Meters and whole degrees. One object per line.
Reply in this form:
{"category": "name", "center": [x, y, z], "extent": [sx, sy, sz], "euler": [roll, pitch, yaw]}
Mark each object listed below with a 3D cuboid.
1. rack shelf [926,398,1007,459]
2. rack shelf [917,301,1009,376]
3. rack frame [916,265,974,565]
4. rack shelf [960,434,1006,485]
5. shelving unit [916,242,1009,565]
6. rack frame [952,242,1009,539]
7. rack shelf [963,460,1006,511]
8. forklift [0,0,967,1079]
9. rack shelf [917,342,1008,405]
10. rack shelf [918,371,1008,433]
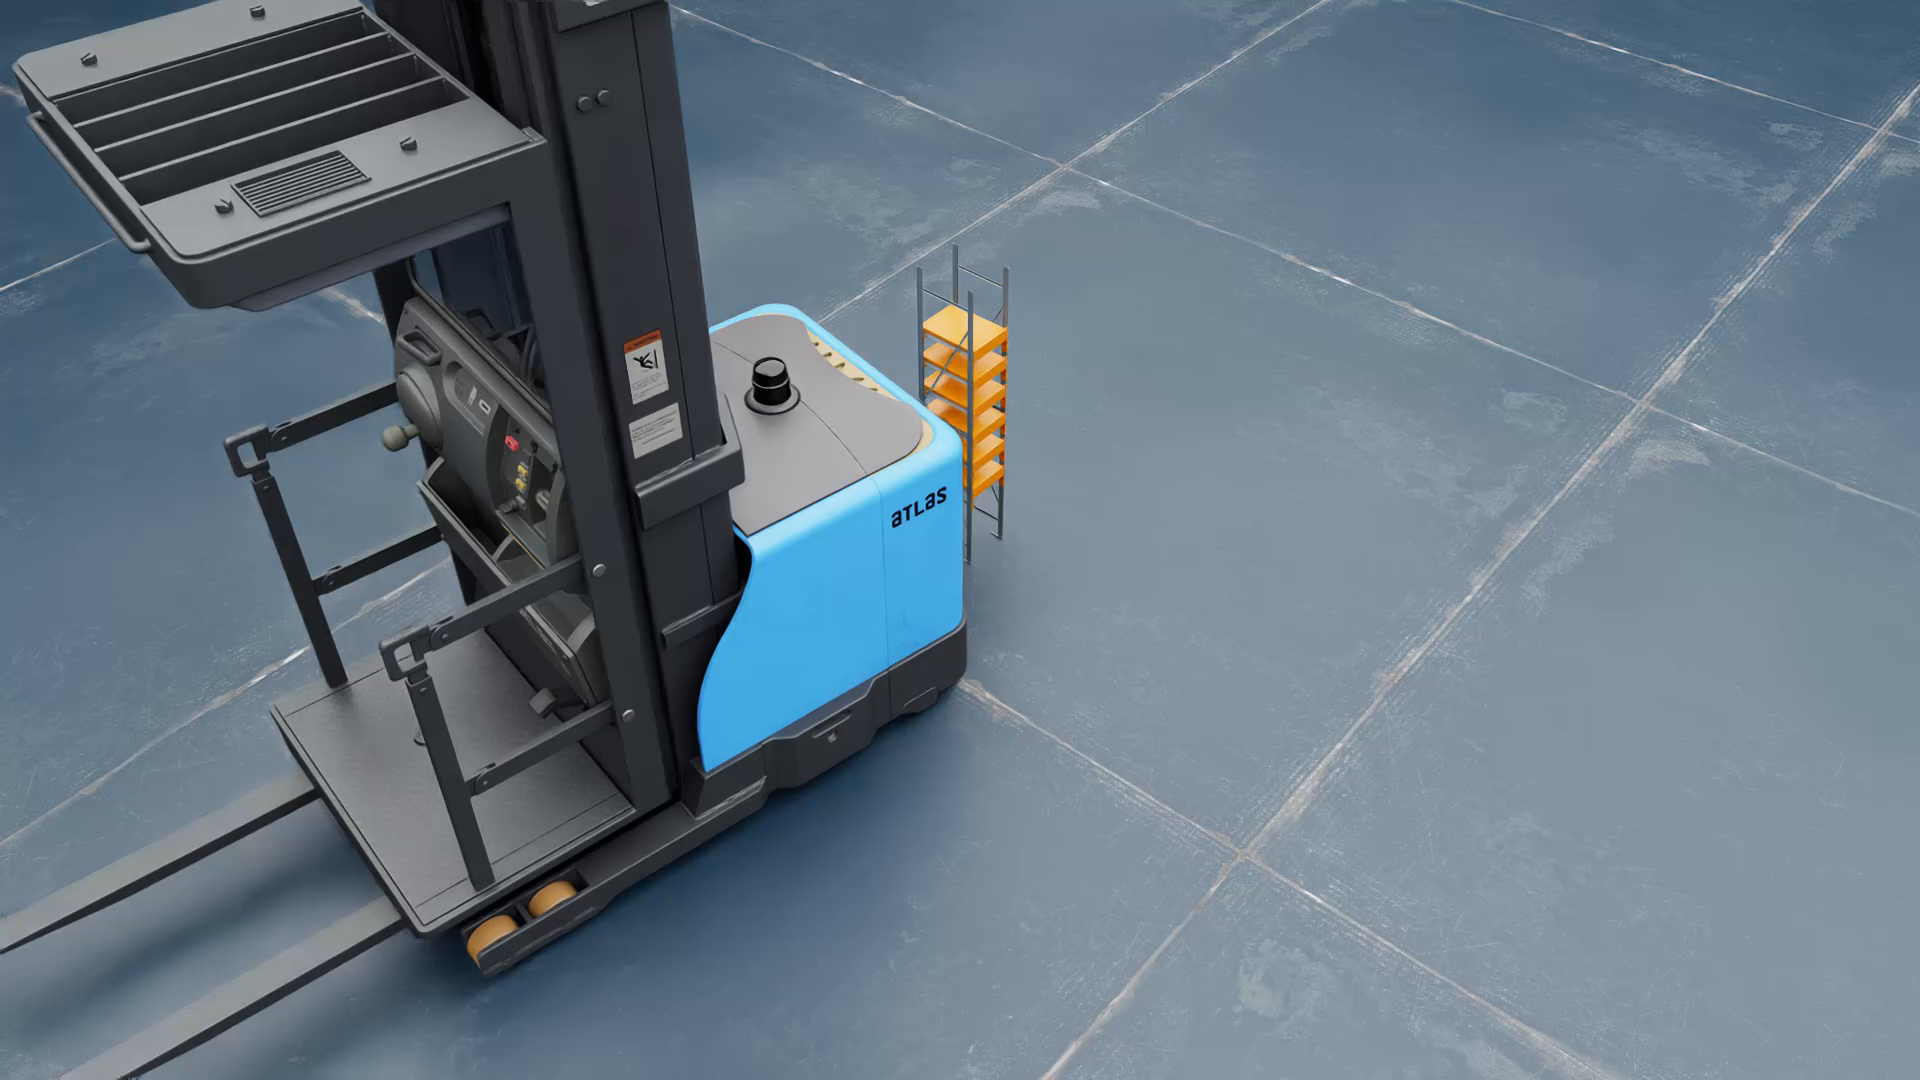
{"category": "rack shelf", "center": [0.009, -0.419, 5.884], "extent": [0.258, 0.103, 0.180], "euler": [29, 50, 28]}
{"category": "rack shelf", "center": [0.009, -0.685, 5.642], "extent": [0.258, 0.103, 0.180], "euler": [29, 50, 28]}
{"category": "rack frame", "center": [-0.050, -0.404, 5.803], "extent": [0.240, 1.200, 0.006], "euler": [29, 50, 28]}
{"category": "rack shelf", "center": [0.009, -0.330, 5.965], "extent": [0.258, 0.103, 0.180], "euler": [29, 50, 28]}
{"category": "shelving unit", "center": [0.009, -0.451, 5.855], "extent": [0.258, 1.200, 0.189], "euler": [29, 50, 28]}
{"category": "rack frame", "center": [0.068, -0.498, 5.906], "extent": [0.240, 1.200, 0.006], "euler": [29, 50, 28]}
{"category": "rack shelf", "center": [0.009, -0.241, 6.046], "extent": [0.258, 0.103, 0.180], "euler": [29, 50, 28]}
{"category": "forklift", "center": [-1.440, -0.227, 4.321], "extent": [3.031, 2.935, 1.130], "euler": [-29, 49, -28]}
{"category": "rack shelf", "center": [0.009, -0.596, 5.723], "extent": [0.258, 0.103, 0.180], "euler": [29, 50, 28]}
{"category": "rack shelf", "center": [0.009, -0.507, 5.804], "extent": [0.258, 0.103, 0.180], "euler": [29, 50, 28]}
